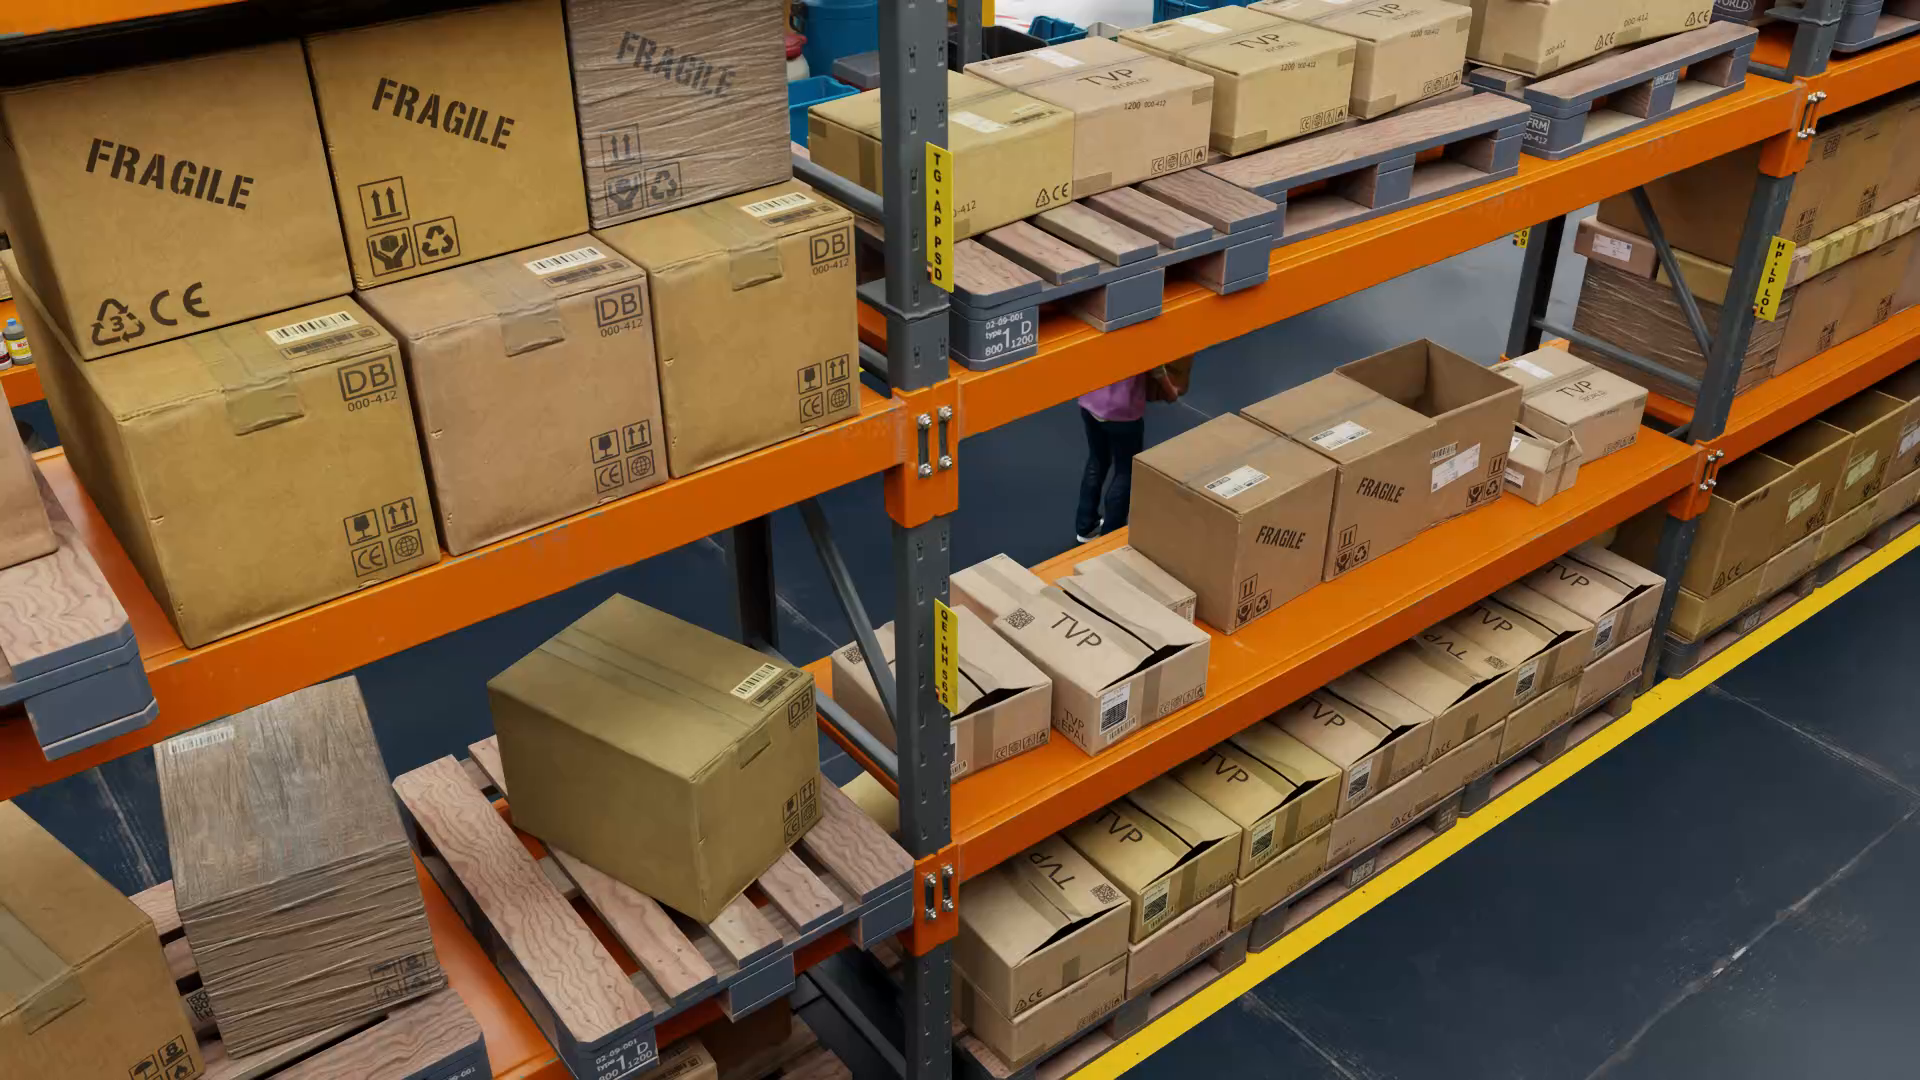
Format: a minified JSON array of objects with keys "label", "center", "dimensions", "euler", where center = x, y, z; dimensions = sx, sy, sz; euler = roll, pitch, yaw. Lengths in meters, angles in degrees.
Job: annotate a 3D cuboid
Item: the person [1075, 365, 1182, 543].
[{"label":"person","center":[0.816,-0.664,8.203],"dimensions":[0.497,1.584,0.375],"euler":[-23,39,-32]}]
